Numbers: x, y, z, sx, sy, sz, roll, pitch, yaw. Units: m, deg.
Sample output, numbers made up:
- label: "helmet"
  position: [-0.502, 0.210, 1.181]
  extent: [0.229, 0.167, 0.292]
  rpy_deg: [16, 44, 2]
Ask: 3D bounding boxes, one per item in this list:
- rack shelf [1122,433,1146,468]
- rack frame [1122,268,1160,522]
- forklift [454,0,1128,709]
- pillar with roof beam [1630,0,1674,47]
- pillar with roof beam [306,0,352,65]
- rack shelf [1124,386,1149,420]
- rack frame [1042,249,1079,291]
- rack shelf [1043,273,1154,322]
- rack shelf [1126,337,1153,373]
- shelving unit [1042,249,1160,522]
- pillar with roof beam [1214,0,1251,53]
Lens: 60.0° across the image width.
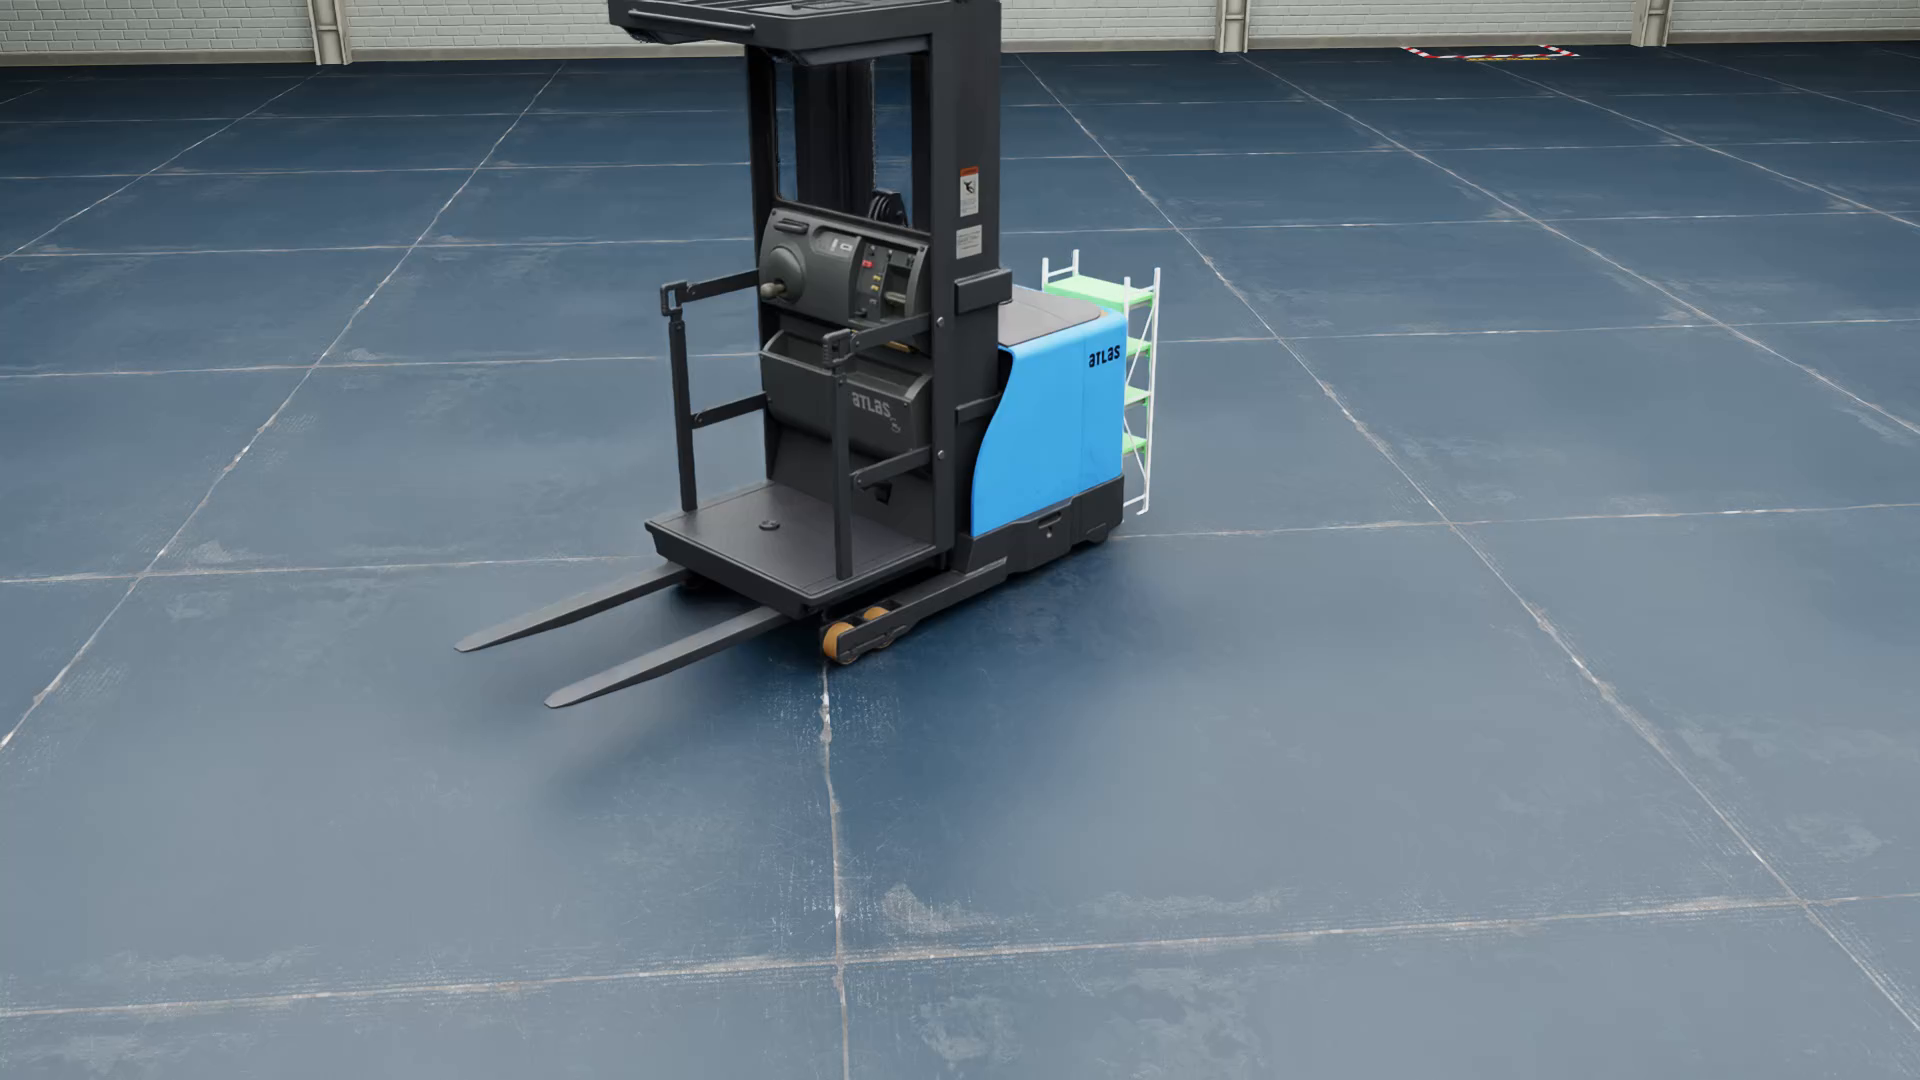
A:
- label: "rack shelf"
  position: [0.649, -0.448, 8.029]
  extent: [0.480, 0.148, 0.258]
  rpy_deg: [22, 32, 40]
- label: "rack frame"
  position: [0.824, -0.657, 7.751]
  extent: [0.015, 1.200, 0.240]
  rpy_deg: [22, 32, 40]
- label: "forklift"
  position: [-0.625, -1.078, 6.567]
  extent: [1.130, 2.935, 3.031]
  rpy_deg: [22, 32, 40]
- label: "pillar with roof beam"
  position: [10.124, -9.353, 17.713]
  extent: [0.400, 9.000, 9.100]
  rpy_deg: [-2, 24, -5]
- label: "pillar with roof beam"
  position: [-7.789, -8.634, 16.096]
  extent: [0.400, 9.000, 9.100]
  rpy_deg: [-2, 24, -5]
- label: "rack shelf"
  position: [0.649, -0.668, 7.932]
  extent: [0.480, 0.148, 0.258]
  rpy_deg: [22, 32, 40]
- label: "rack frame"
  position: [0.474, -0.795, 8.061]
  extent: [0.015, 1.200, 0.240]
  rpy_deg: [22, 32, 40]
- label: "rack shelf"
  position: [0.649, -1.107, 7.738]
  extent: [0.480, 0.148, 0.258]
  rpy_deg: [22, 32, 40]
- label: "rack shelf"
  position: [0.649, -0.887, 7.835]
  extent: [0.480, 0.148, 0.258]
  rpy_deg: [22, 32, 40]
- label: "shelving unit"
  position: [0.649, -0.726, 7.906]
  extent: [0.503, 1.200, 0.258]
  rpy_deg: [22, 32, 40]
- label: "pillar with roof beam"
  position: [4.153, -9.113, 17.174]
  extent: [0.400, 9.000, 9.100]
  rpy_deg: [-2, 24, -5]
